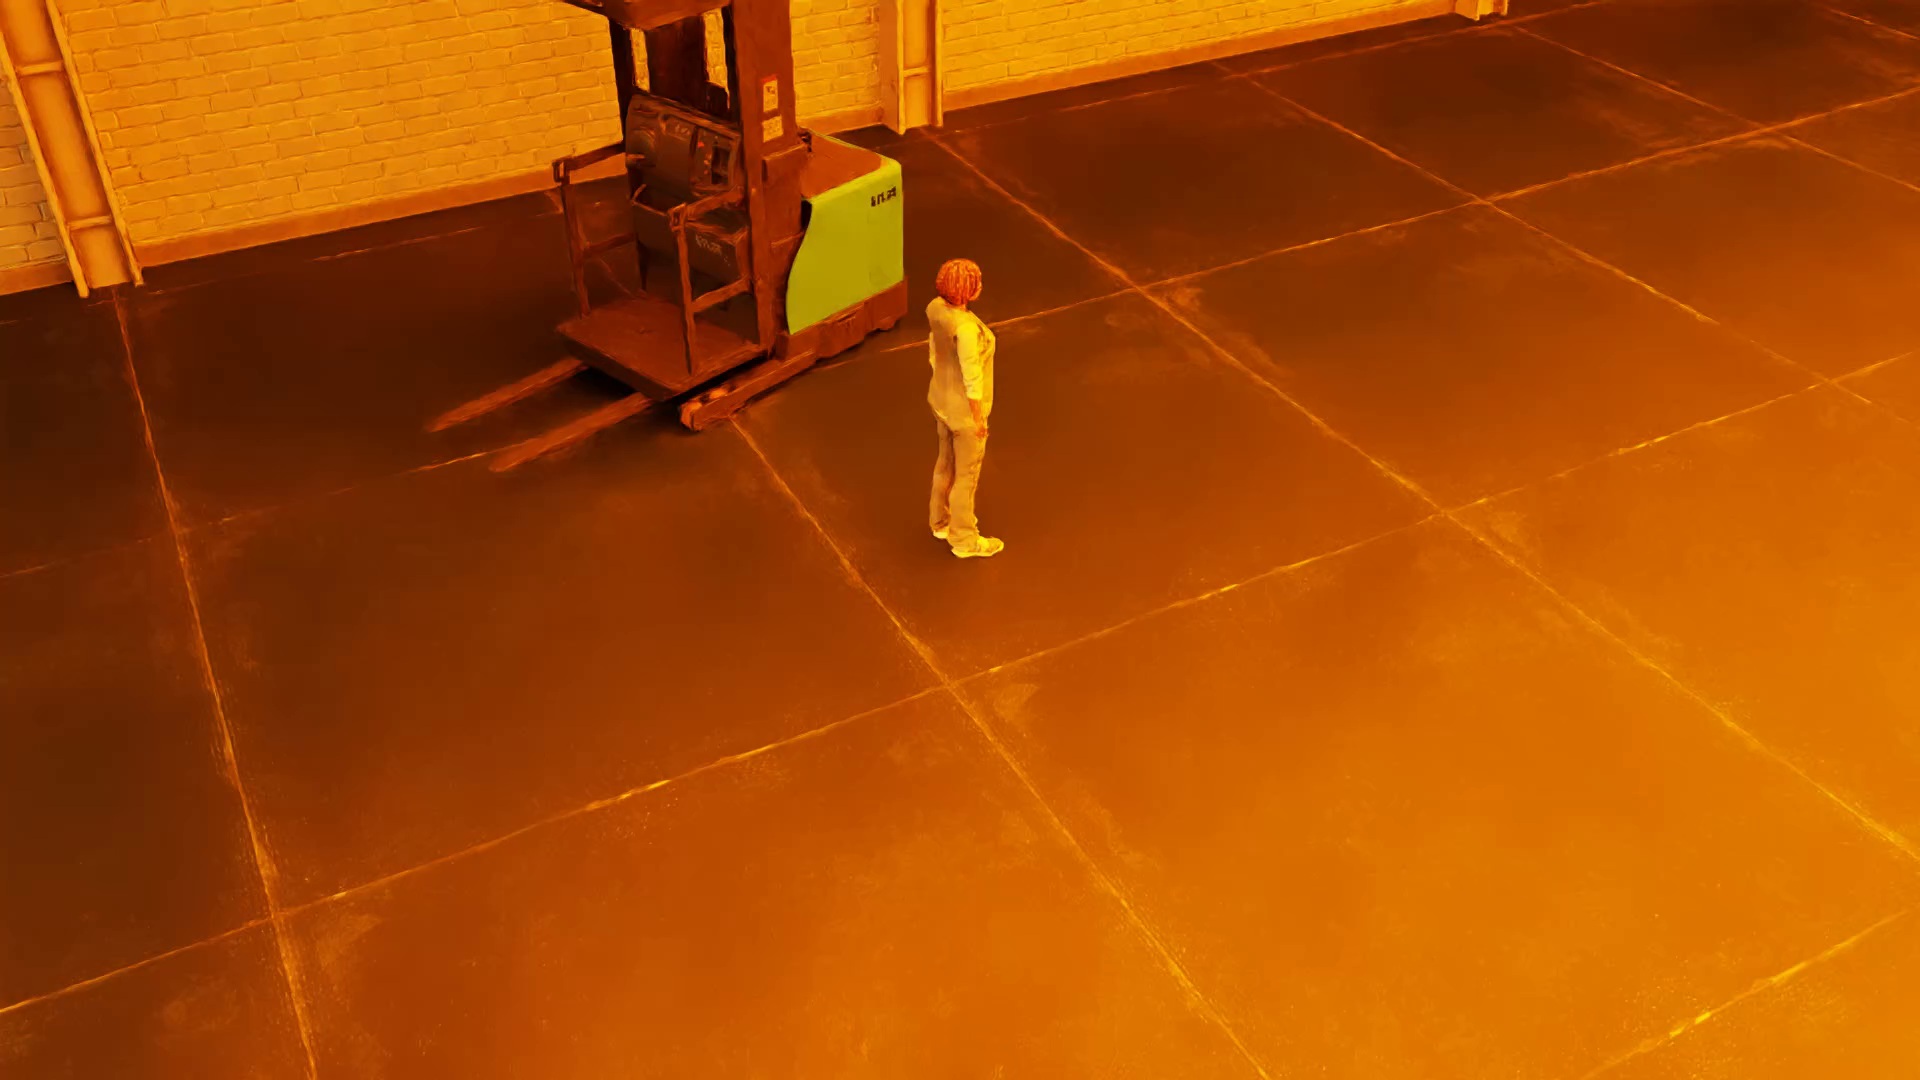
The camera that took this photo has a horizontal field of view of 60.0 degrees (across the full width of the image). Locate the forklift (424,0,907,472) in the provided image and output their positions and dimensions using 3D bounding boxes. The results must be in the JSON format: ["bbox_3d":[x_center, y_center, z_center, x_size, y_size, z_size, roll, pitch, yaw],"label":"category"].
[{"bbox_3d":[-1.694,-2.157,9.174,1.130,2.935,3.031,27,44,33],"label":"forklift"}]

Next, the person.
[{"bbox_3d":[0.008,-0.656,8.204,0.310,1.604,0.405,-17,39,-23],"label":"person"}]
